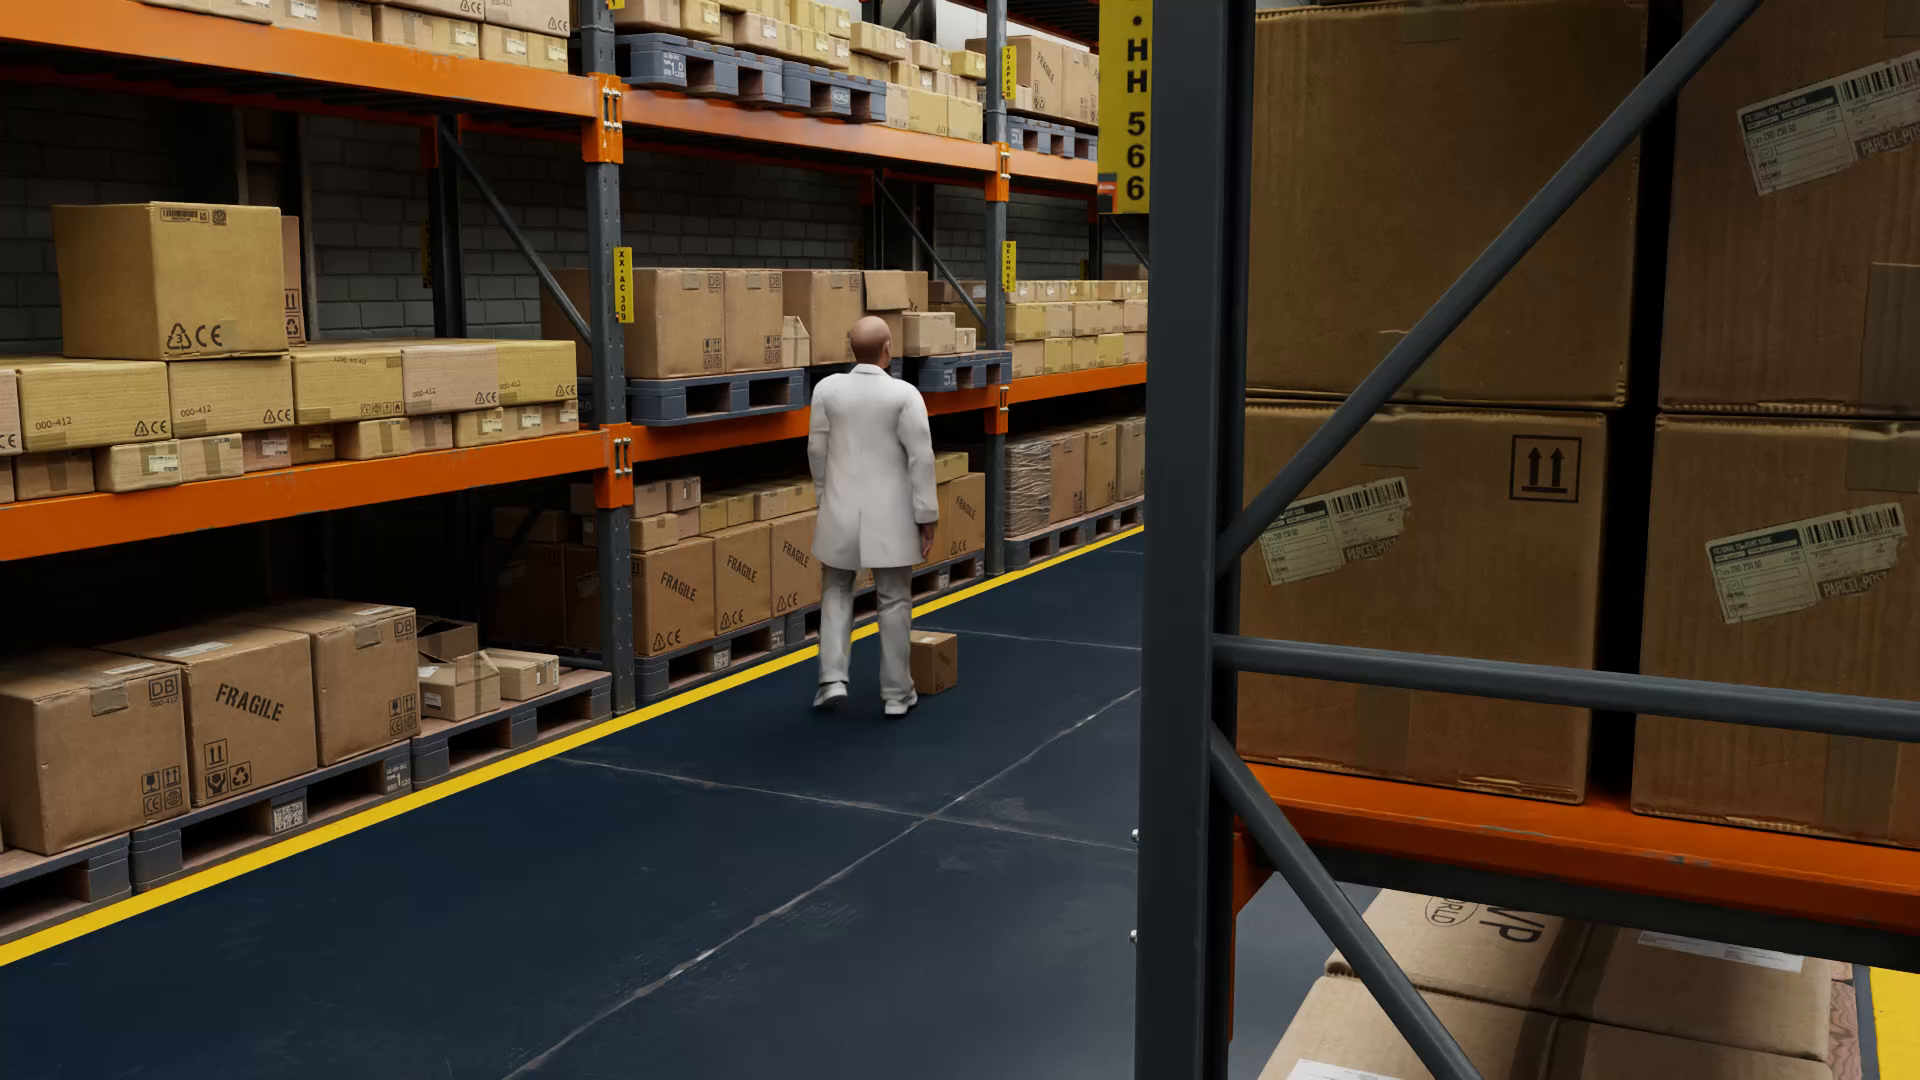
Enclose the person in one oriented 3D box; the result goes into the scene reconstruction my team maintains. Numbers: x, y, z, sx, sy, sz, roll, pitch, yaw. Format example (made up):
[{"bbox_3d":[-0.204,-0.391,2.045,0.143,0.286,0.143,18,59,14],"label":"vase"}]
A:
[{"bbox_3d":[-0.382,-0.100,7.491,0.623,1.804,0.440,2,9,13],"label":"person"}]
